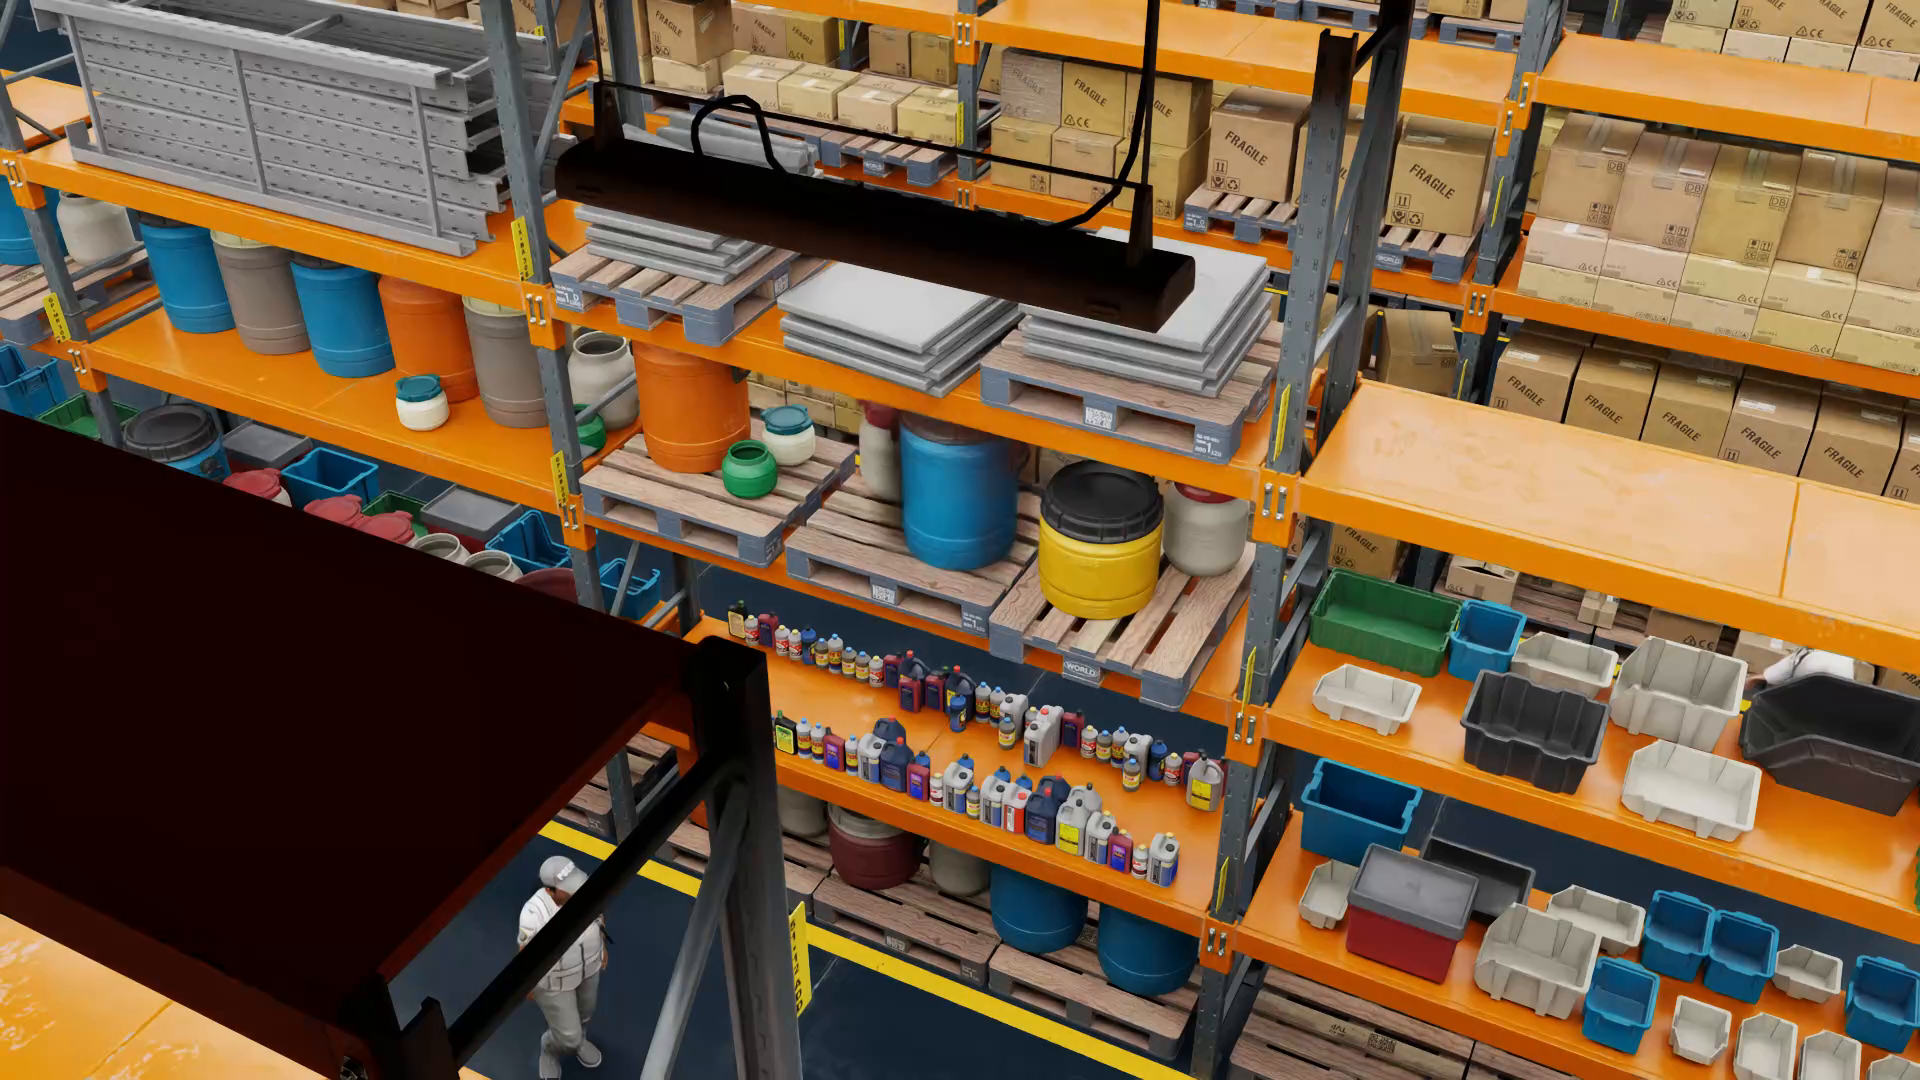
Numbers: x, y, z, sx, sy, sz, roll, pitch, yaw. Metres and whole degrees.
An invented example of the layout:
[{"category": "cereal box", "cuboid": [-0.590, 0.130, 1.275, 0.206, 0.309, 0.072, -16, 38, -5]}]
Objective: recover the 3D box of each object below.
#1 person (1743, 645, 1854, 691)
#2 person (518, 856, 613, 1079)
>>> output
[{"category": "person", "cuboid": [5.426, 1.094, 10.791, 1.170, 1.715, 0.590, 15, 38, 20]}, {"category": "person", "cuboid": [-2.148, 2.339, 9.086, 0.454, 1.652, 0.526, 27, 43, 33]}]
